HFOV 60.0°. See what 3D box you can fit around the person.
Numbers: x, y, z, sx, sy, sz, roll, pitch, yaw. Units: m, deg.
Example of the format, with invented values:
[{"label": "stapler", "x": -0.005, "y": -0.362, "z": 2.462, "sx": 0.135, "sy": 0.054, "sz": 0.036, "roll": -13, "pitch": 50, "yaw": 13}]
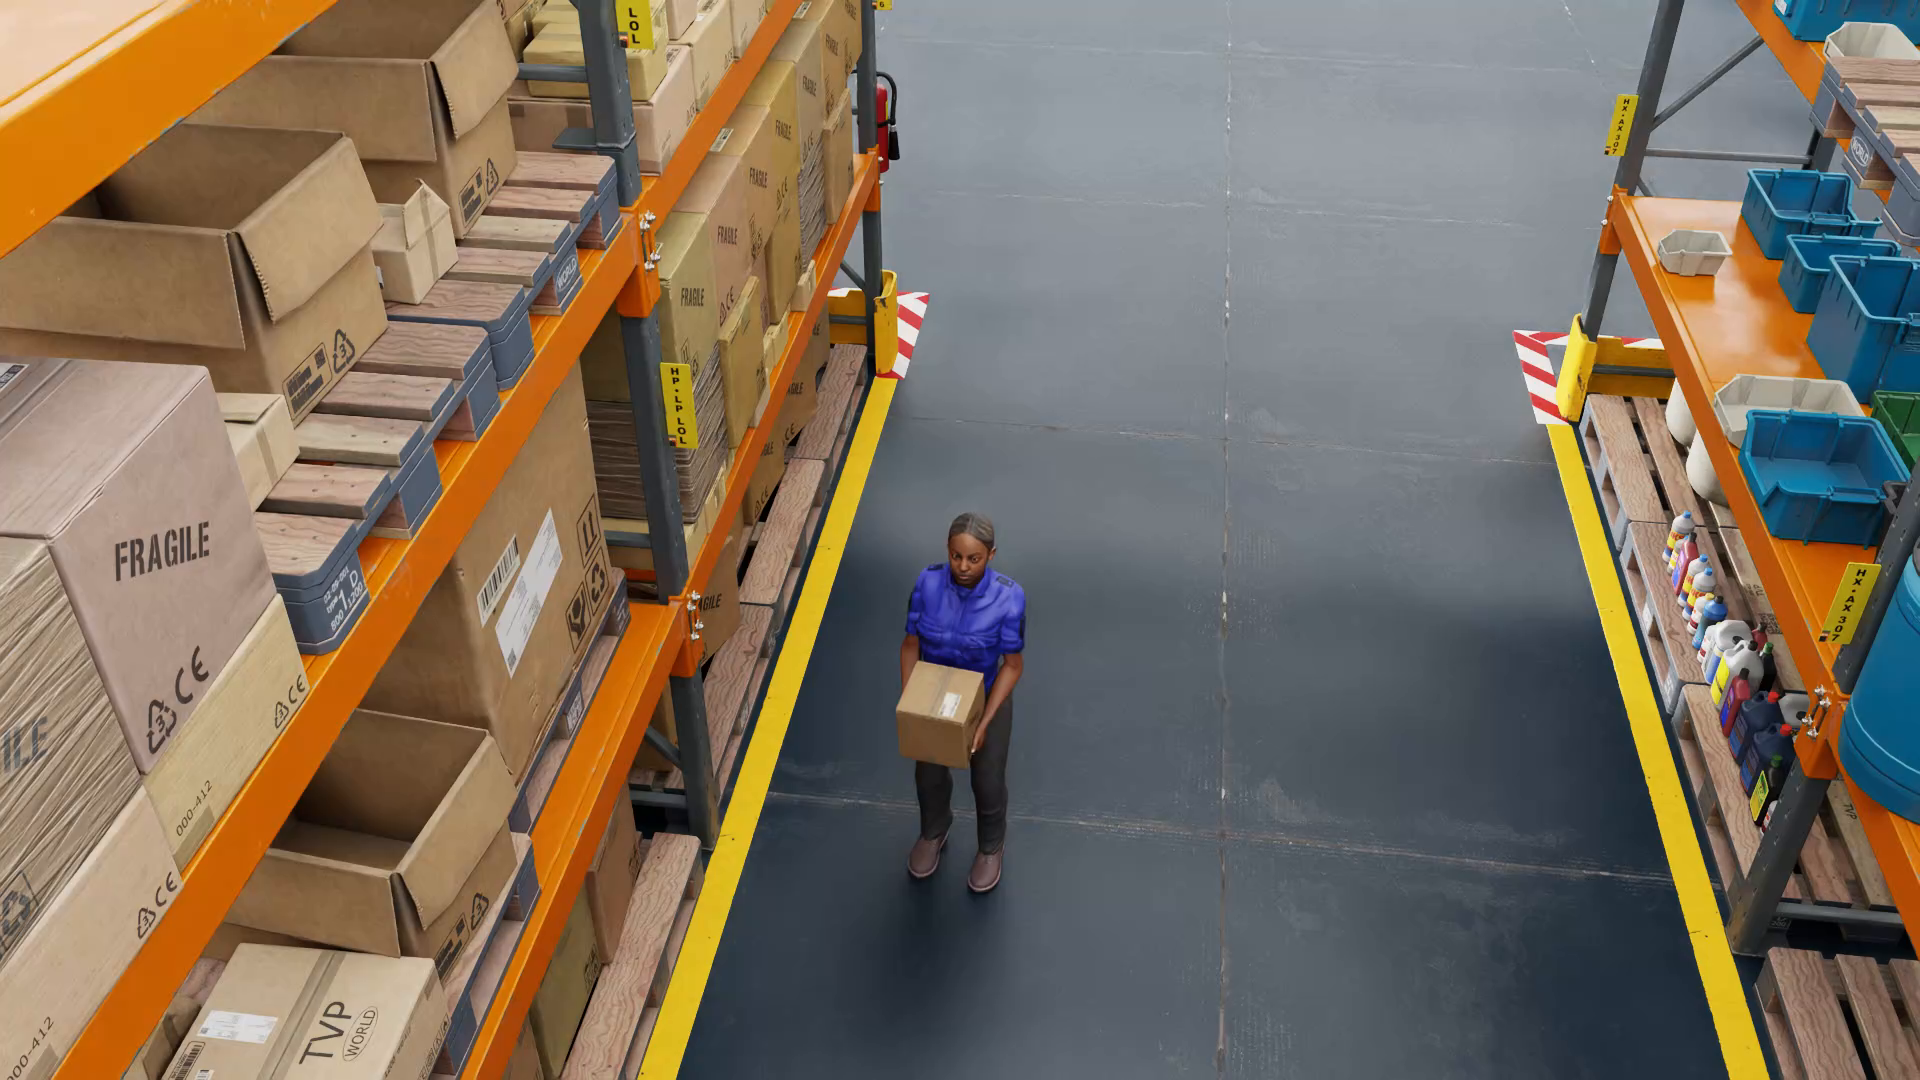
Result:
[{"label": "person", "x": -0.011, "y": 0.655, "z": 6.153, "sx": 0.460, "sy": 1.653, "sz": 0.500, "roll": 10, "pitch": 38, "yaw": 13}]
